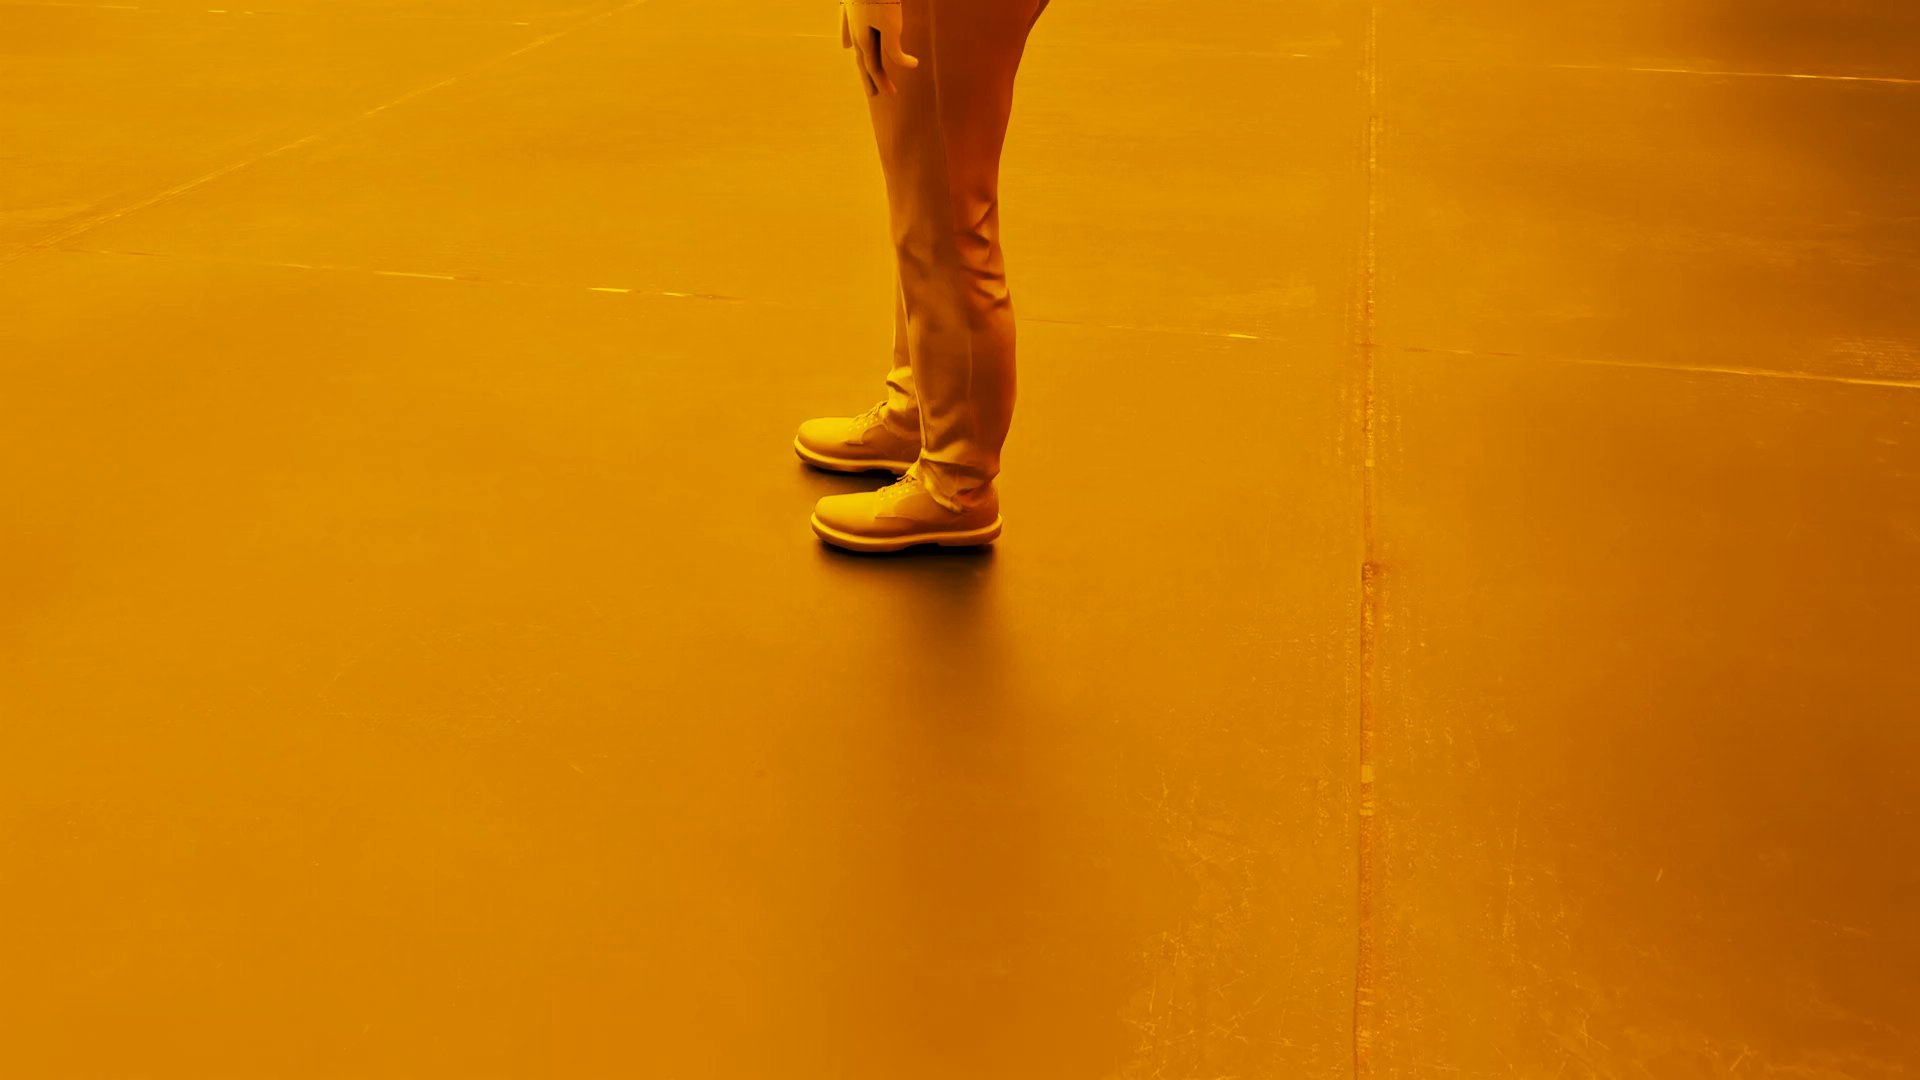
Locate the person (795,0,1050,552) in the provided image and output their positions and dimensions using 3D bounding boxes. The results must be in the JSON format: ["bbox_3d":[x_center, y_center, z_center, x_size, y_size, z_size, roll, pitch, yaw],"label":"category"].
[{"bbox_3d":[-0.064,-0.772,2.134,0.533,1.696,0.588,6,27,11],"label":"person"}]
